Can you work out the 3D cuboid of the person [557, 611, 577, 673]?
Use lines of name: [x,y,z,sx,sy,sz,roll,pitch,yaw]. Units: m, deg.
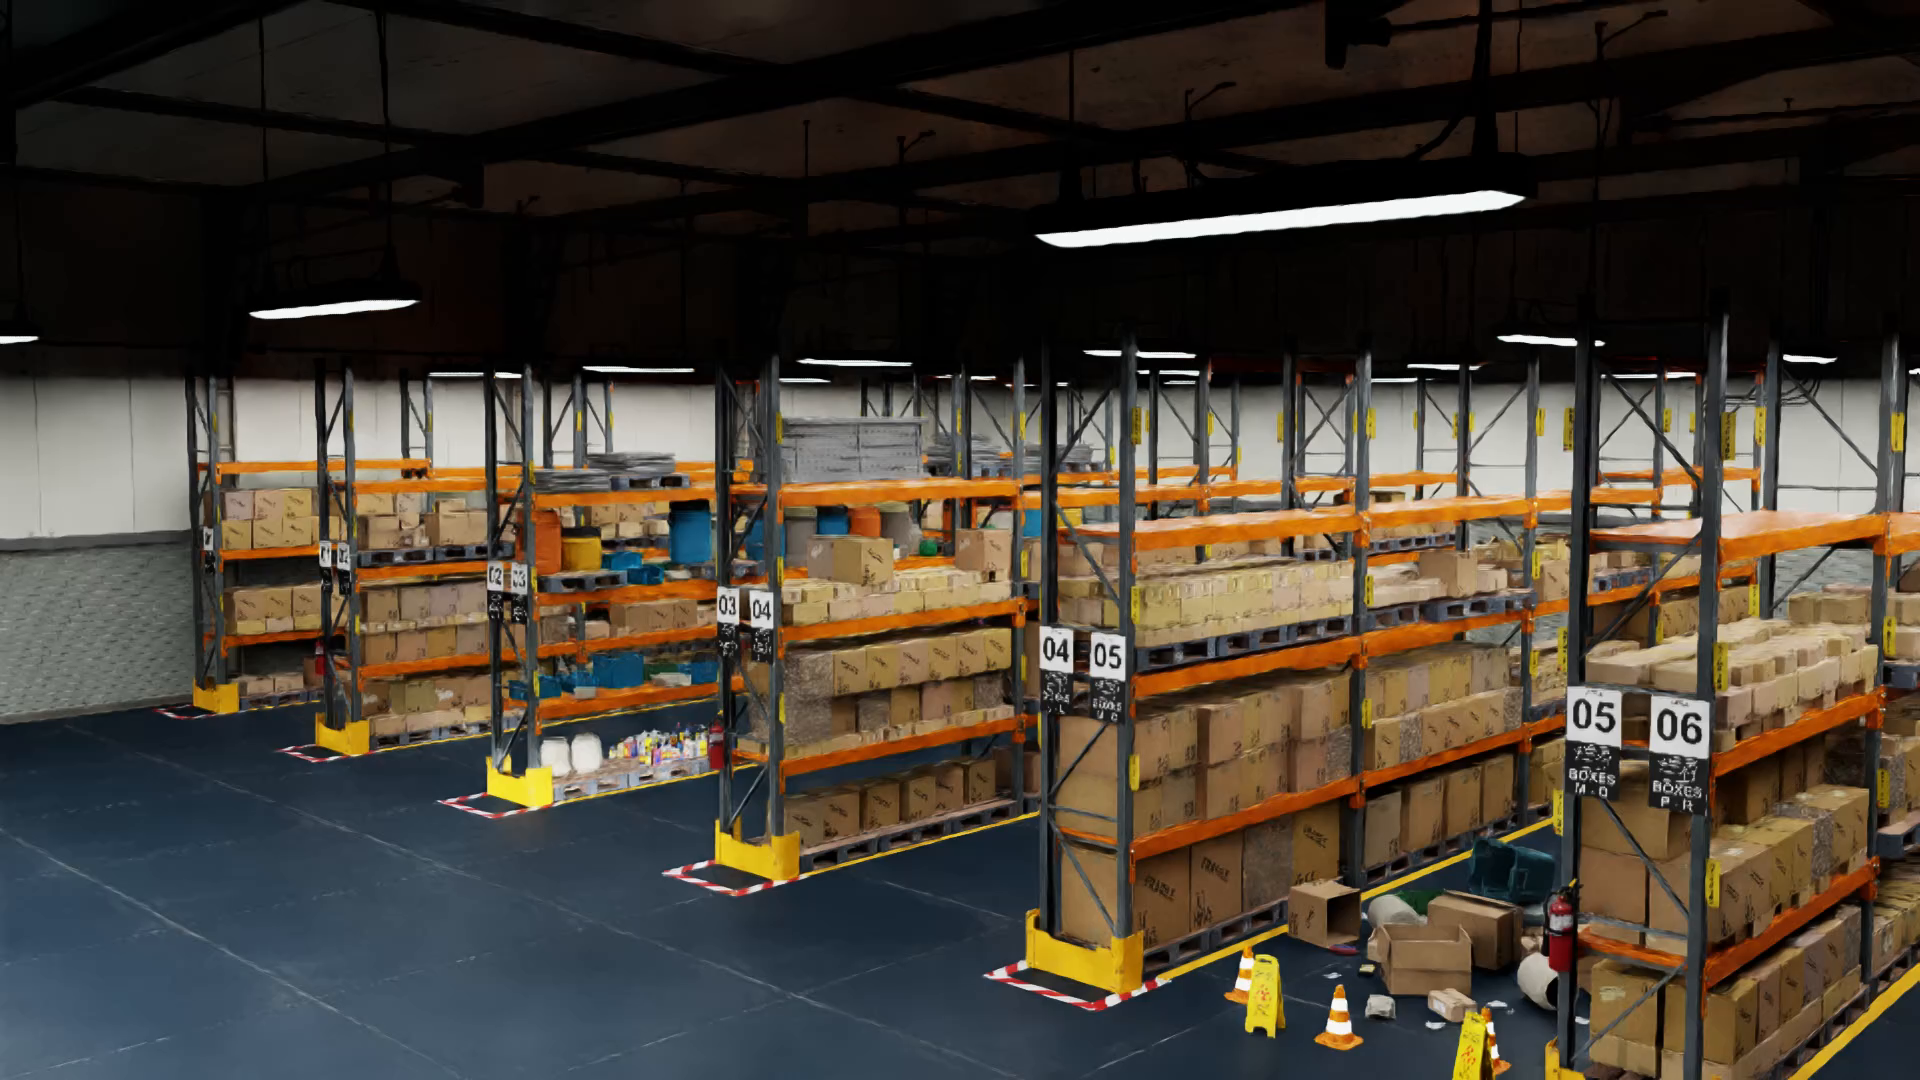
person: [-7.401,1.960,31.261,1.110,1.590,0.446,-4,6,-44]
